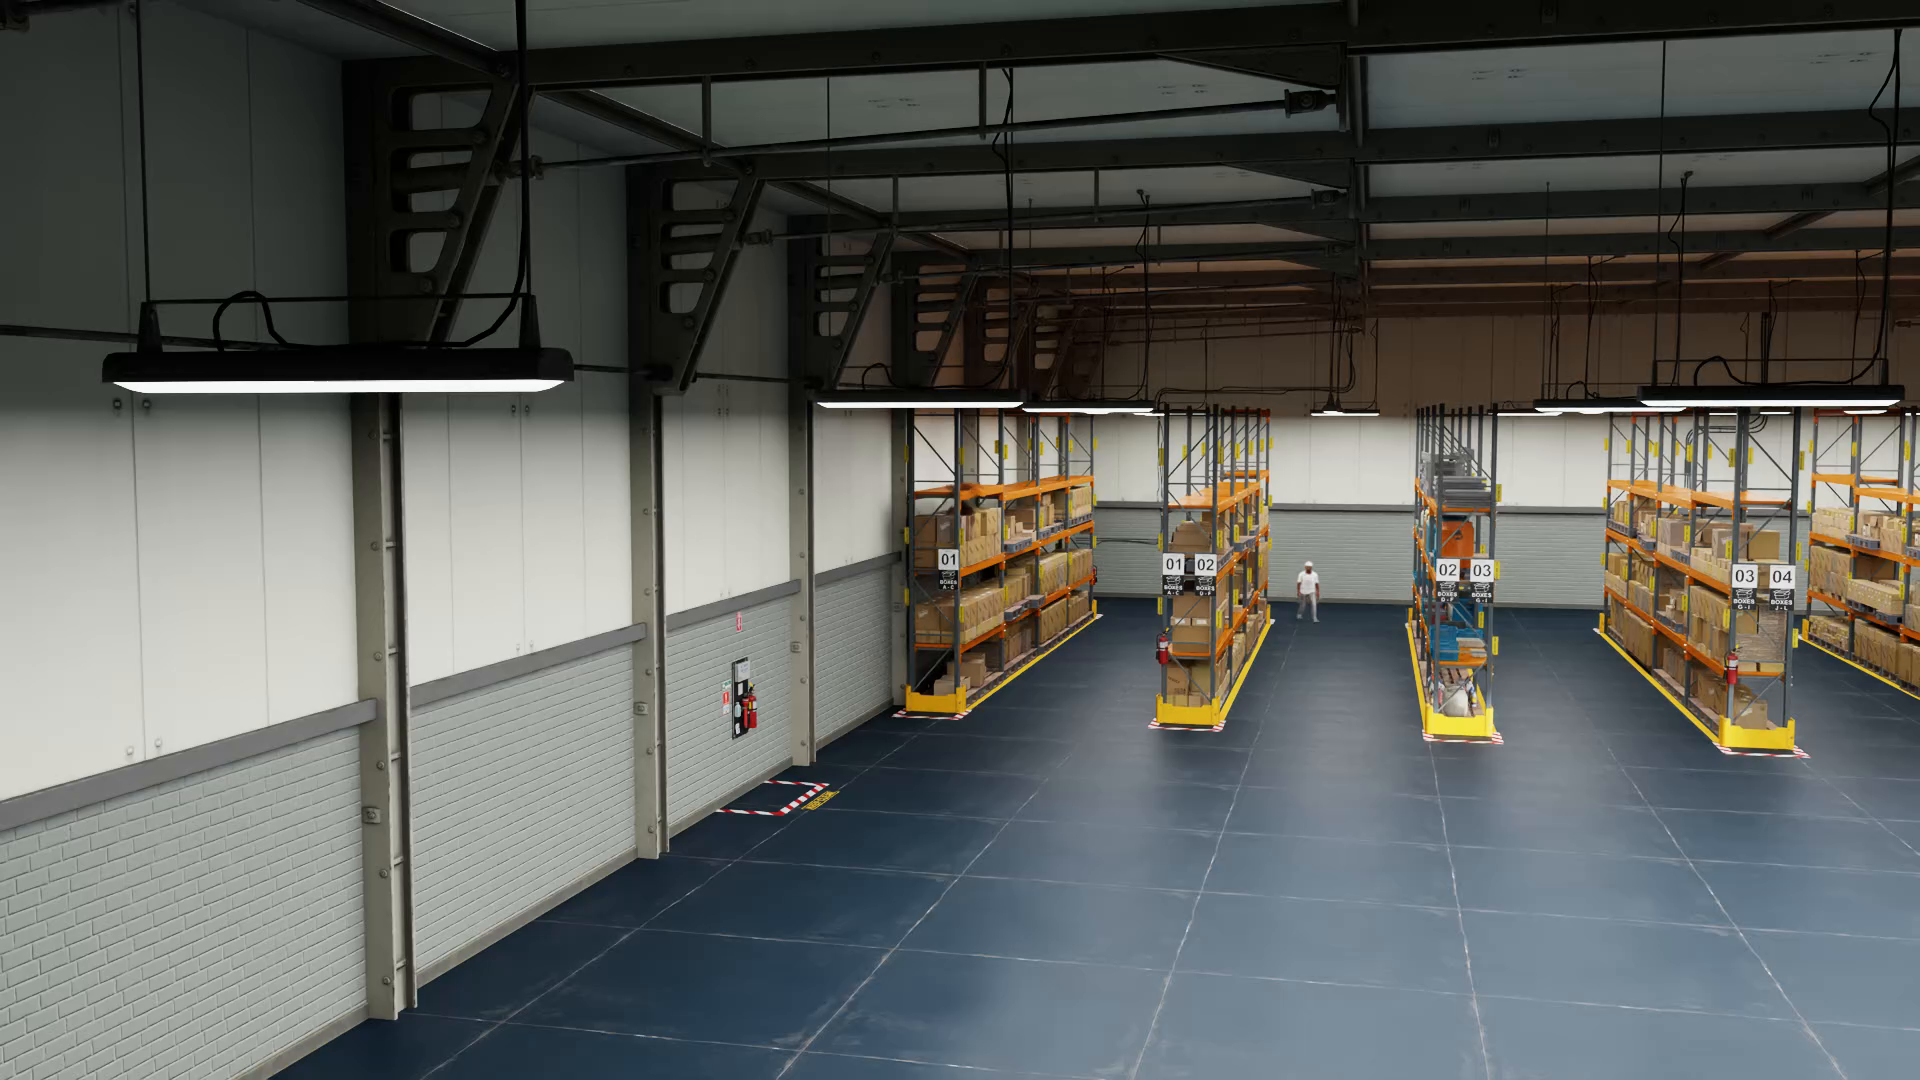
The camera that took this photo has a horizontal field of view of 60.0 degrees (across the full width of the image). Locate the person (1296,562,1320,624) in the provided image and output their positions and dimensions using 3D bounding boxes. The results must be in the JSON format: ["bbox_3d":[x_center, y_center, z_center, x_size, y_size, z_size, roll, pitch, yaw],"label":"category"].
[{"bbox_3d":[9.791,1.469,46.770,0.649,1.727,1.006,-1,4,-8],"label":"person"}]
